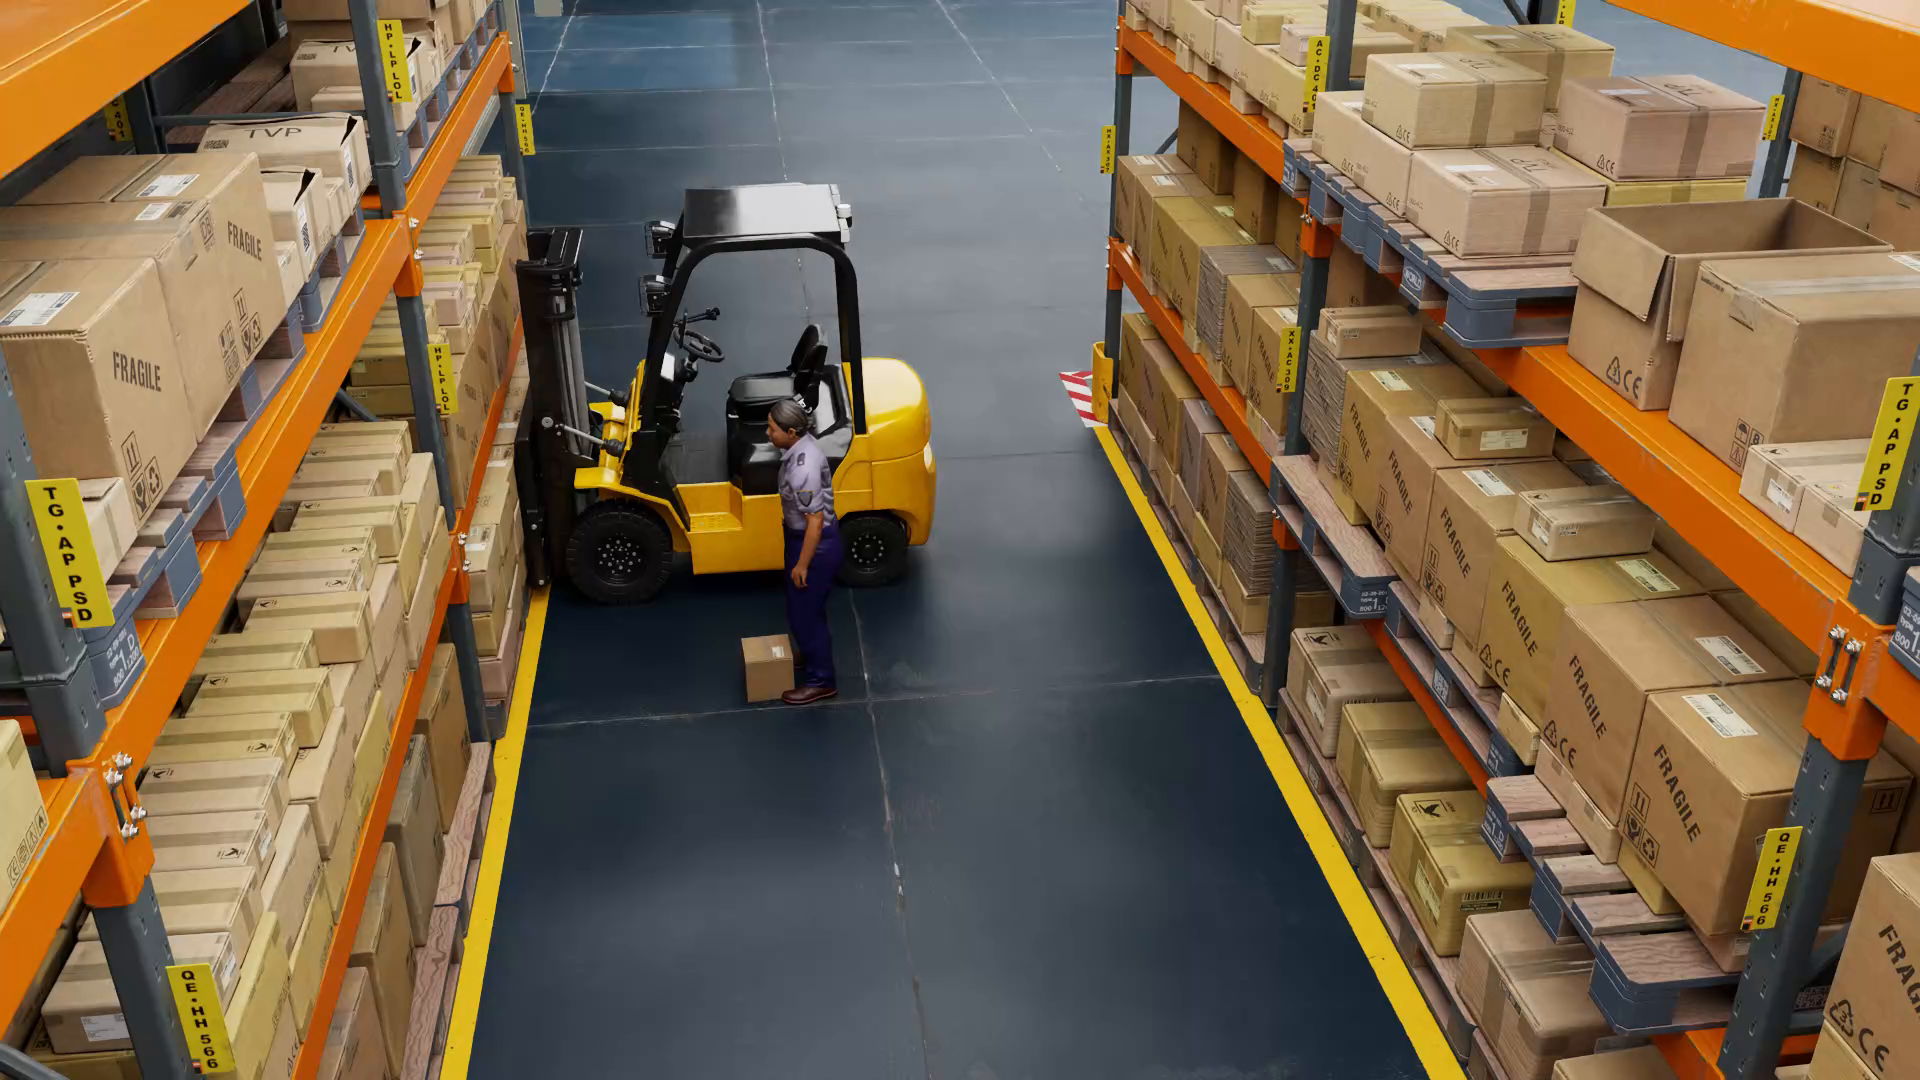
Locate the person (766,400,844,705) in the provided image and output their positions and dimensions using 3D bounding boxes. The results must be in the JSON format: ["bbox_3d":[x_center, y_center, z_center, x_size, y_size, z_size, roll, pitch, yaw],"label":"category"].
[{"bbox_3d":[-0.788,0.036,8.557,0.371,1.652,0.538,-3,28,-7],"label":"person"}]
